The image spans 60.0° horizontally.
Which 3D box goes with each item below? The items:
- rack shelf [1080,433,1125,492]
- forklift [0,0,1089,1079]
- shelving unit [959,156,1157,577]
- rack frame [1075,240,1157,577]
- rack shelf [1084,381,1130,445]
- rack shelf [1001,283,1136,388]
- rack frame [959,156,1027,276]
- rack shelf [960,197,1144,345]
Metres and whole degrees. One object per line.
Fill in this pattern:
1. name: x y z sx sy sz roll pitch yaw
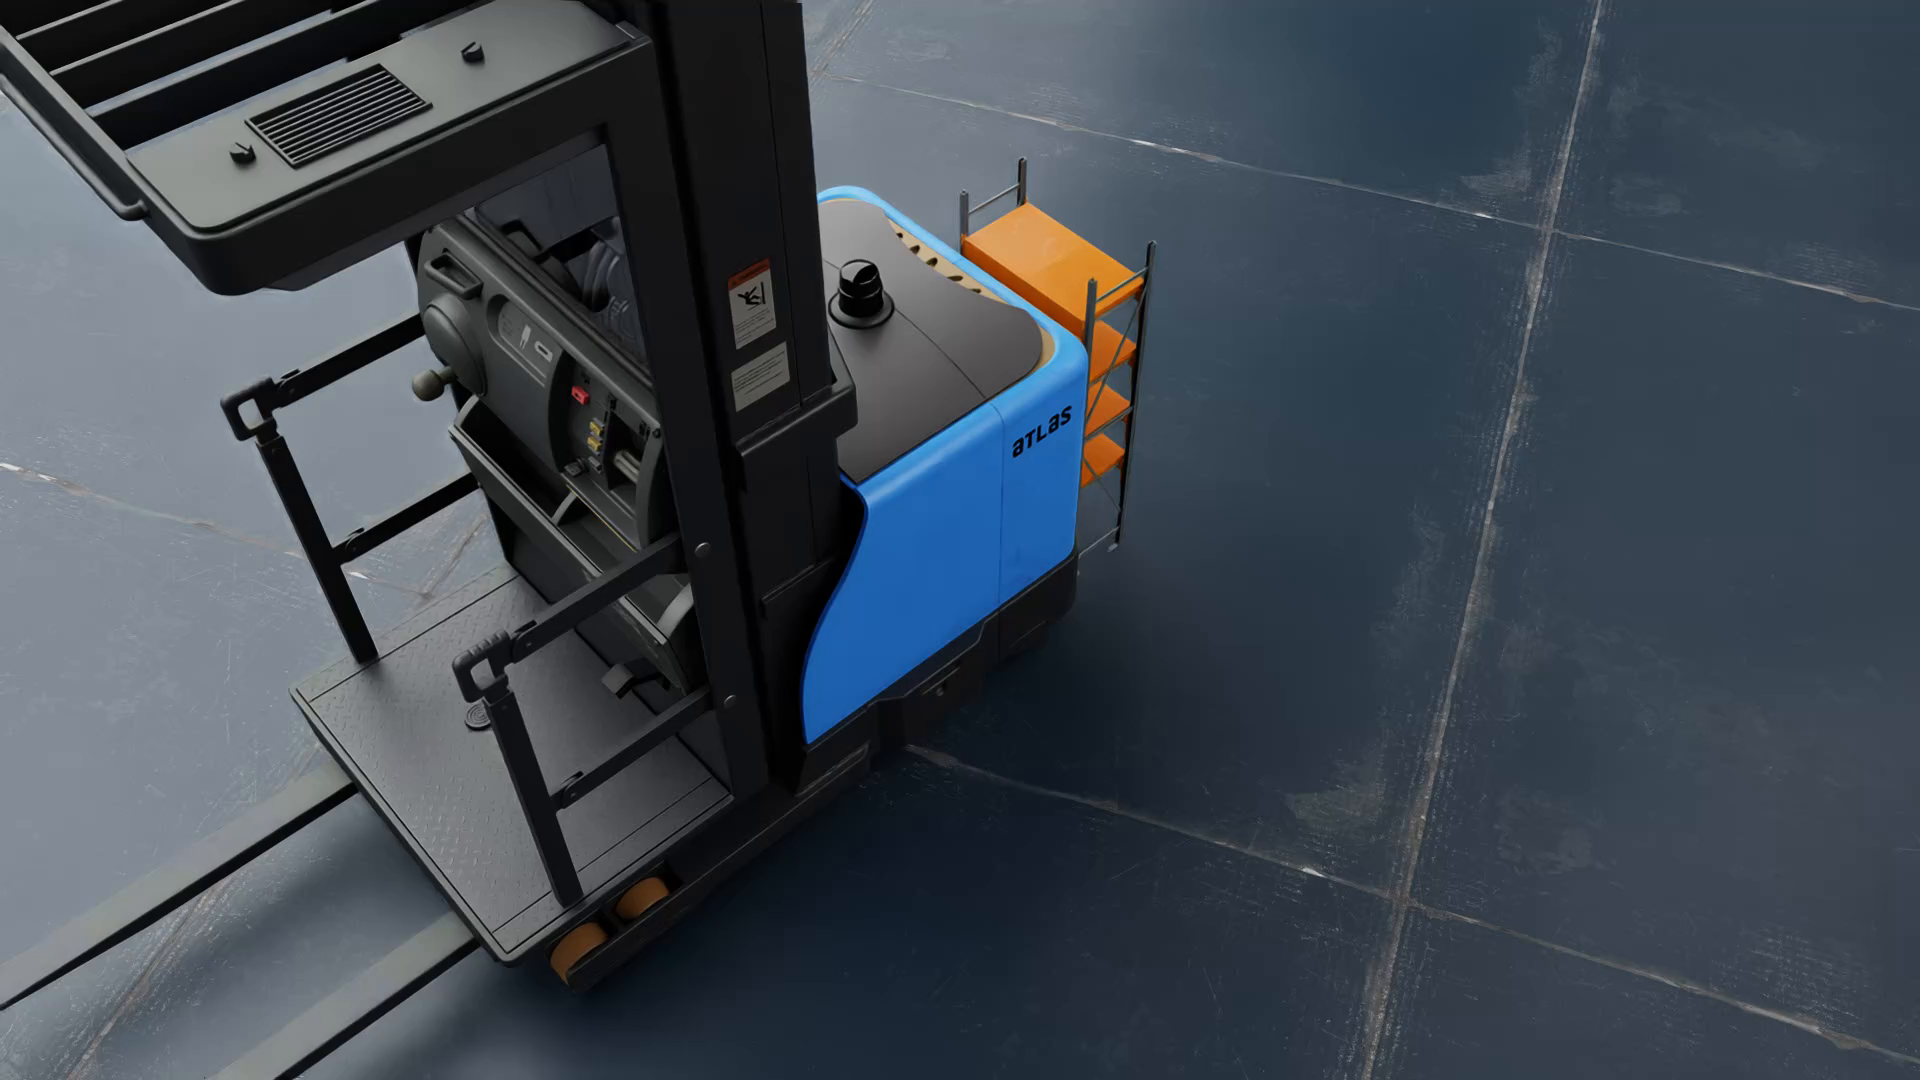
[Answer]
1. rack shelf: 0.255 -0.287 5.057 0.258 0.148 0.480 -34 57 -26
2. forklift: -1.081 -0.271 3.545 3.031 2.935 1.130 -35 57 -26
3. shelving unit: 0.255 -0.462 4.856 0.258 1.200 0.503 -34 57 -26
4. rack frame: 0.419 -0.325 4.738 0.240 1.200 0.015 -34 57 -26
5. rack shelf: 0.255 -0.418 4.907 0.258 0.148 0.480 -34 57 -26
6. rack shelf: 0.255 -0.564 4.738 0.258 0.148 0.480 -34 57 -26
7. rack frame: 0.091 -0.598 4.974 0.240 1.200 0.015 -34 57 -26
8. rack shelf: 0.256 -0.719 4.559 0.258 0.148 0.480 -34 57 -26
